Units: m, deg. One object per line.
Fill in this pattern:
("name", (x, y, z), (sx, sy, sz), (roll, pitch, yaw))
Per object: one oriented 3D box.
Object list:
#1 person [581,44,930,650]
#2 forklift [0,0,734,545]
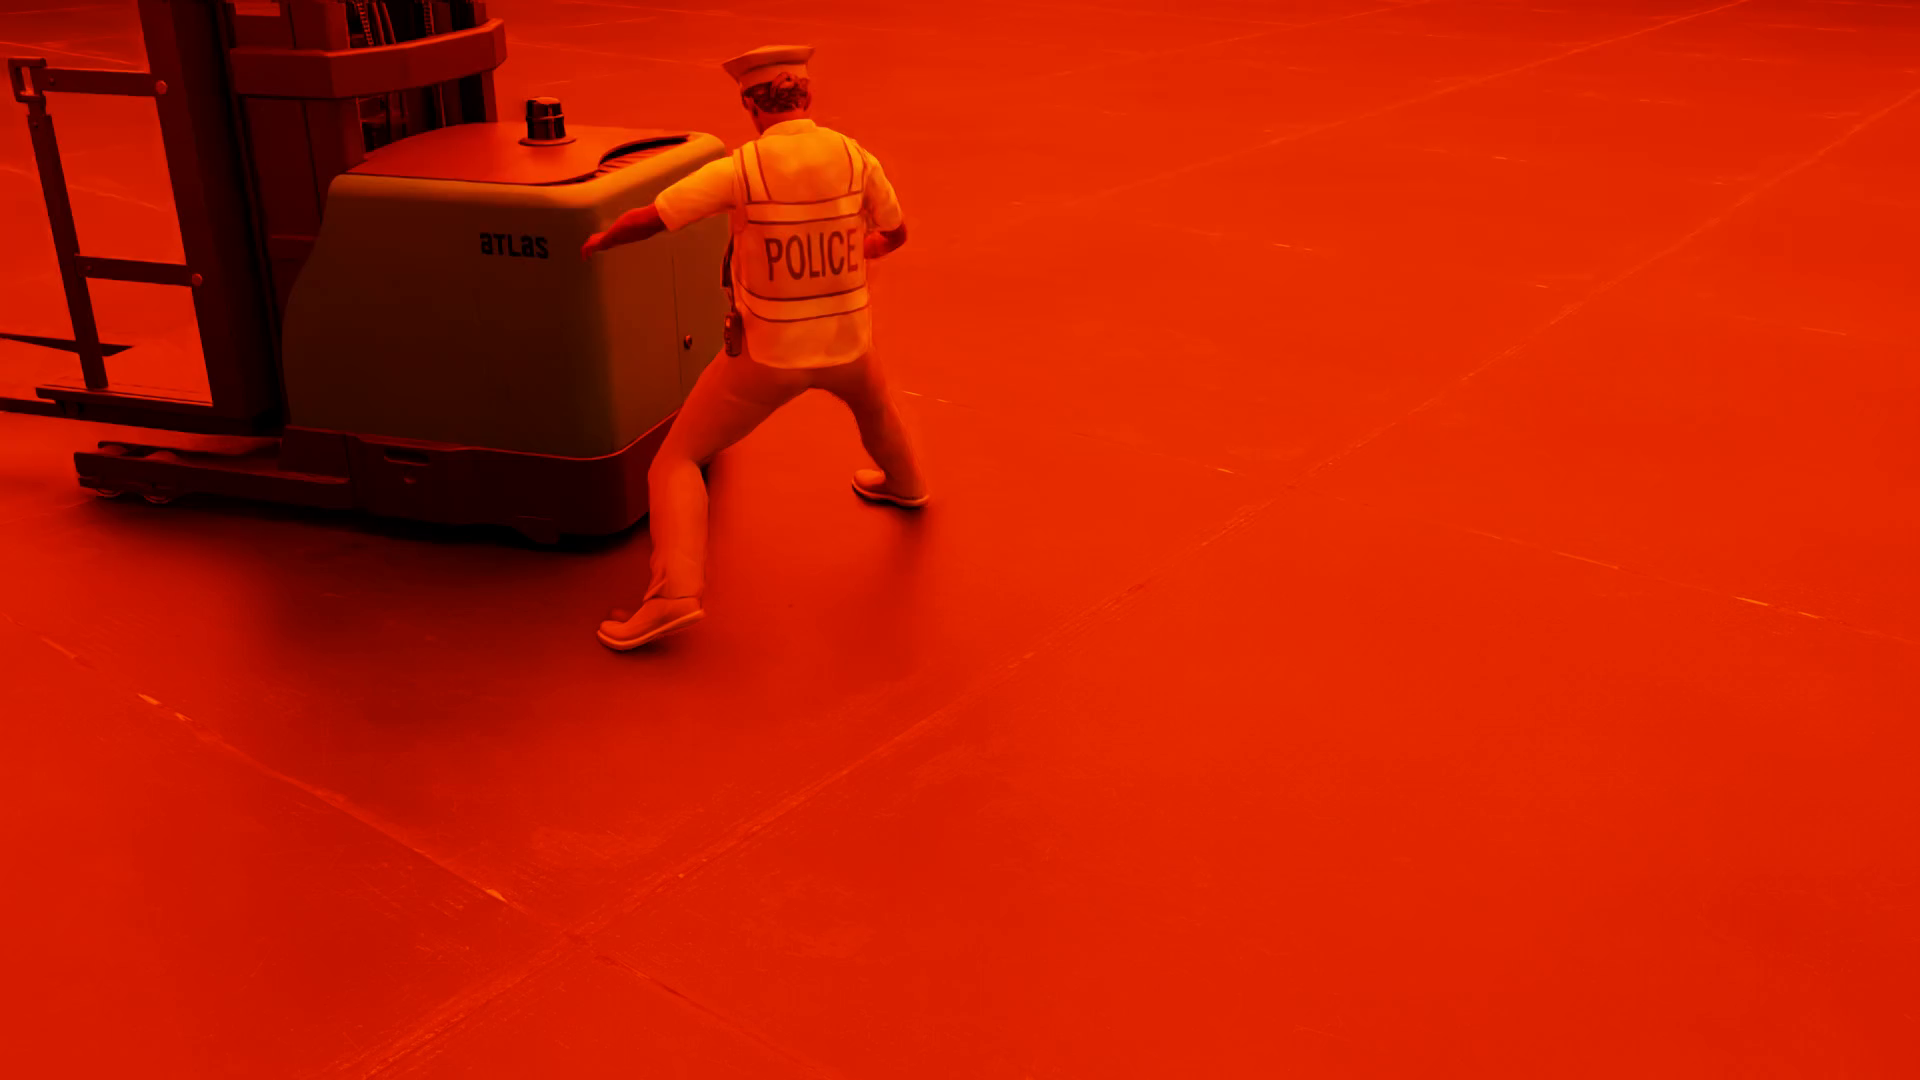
("person", (-0.544, -0.602, 4.562), (1.201, 1.474, 0.882), (-11, 26, -24))
("forklift", (-2.308, -1.651, 5.138), (3.031, 2.935, 1.130), (7, 24, 15))
